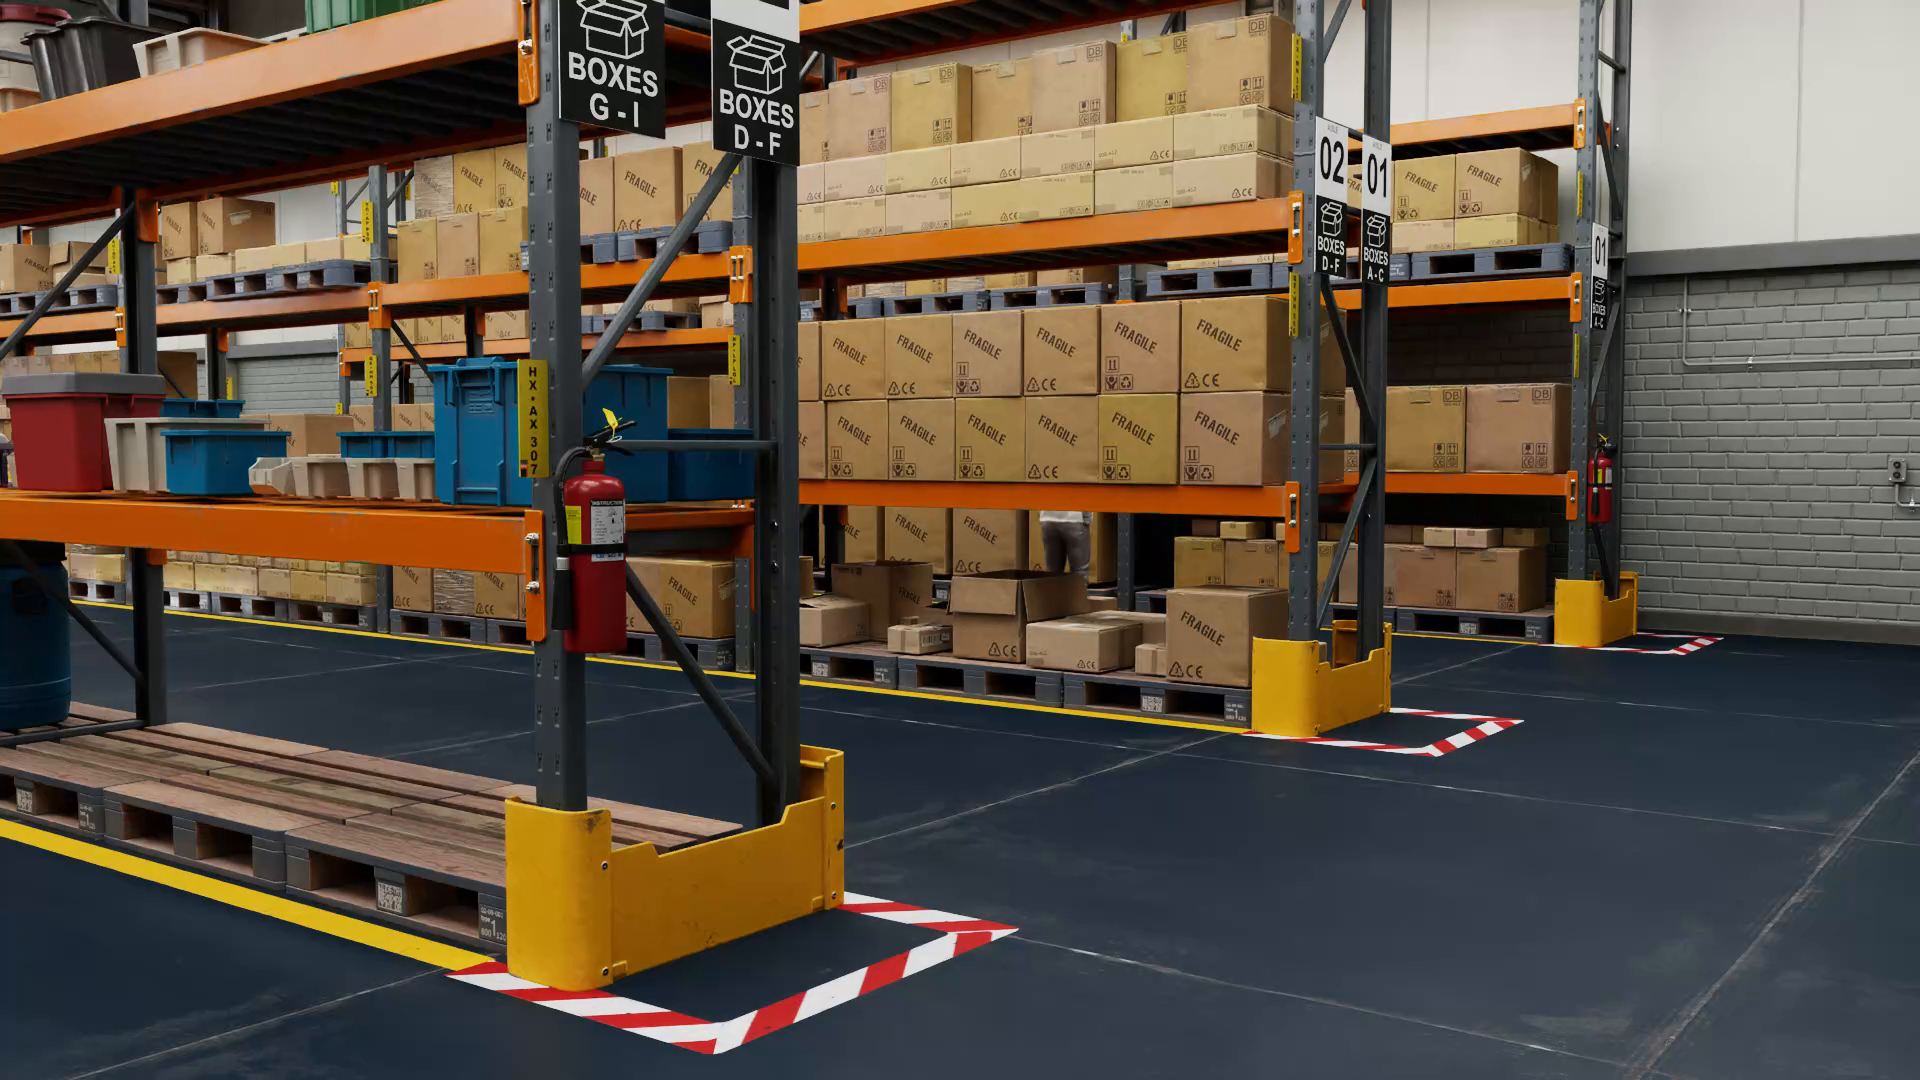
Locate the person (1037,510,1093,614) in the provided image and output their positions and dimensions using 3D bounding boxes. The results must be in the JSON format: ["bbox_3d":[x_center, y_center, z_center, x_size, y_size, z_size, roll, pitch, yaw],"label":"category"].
[{"bbox_3d":[0.848,-0.125,13.497,0.533,1.766,0.359,2,4,37],"label":"person"}]
